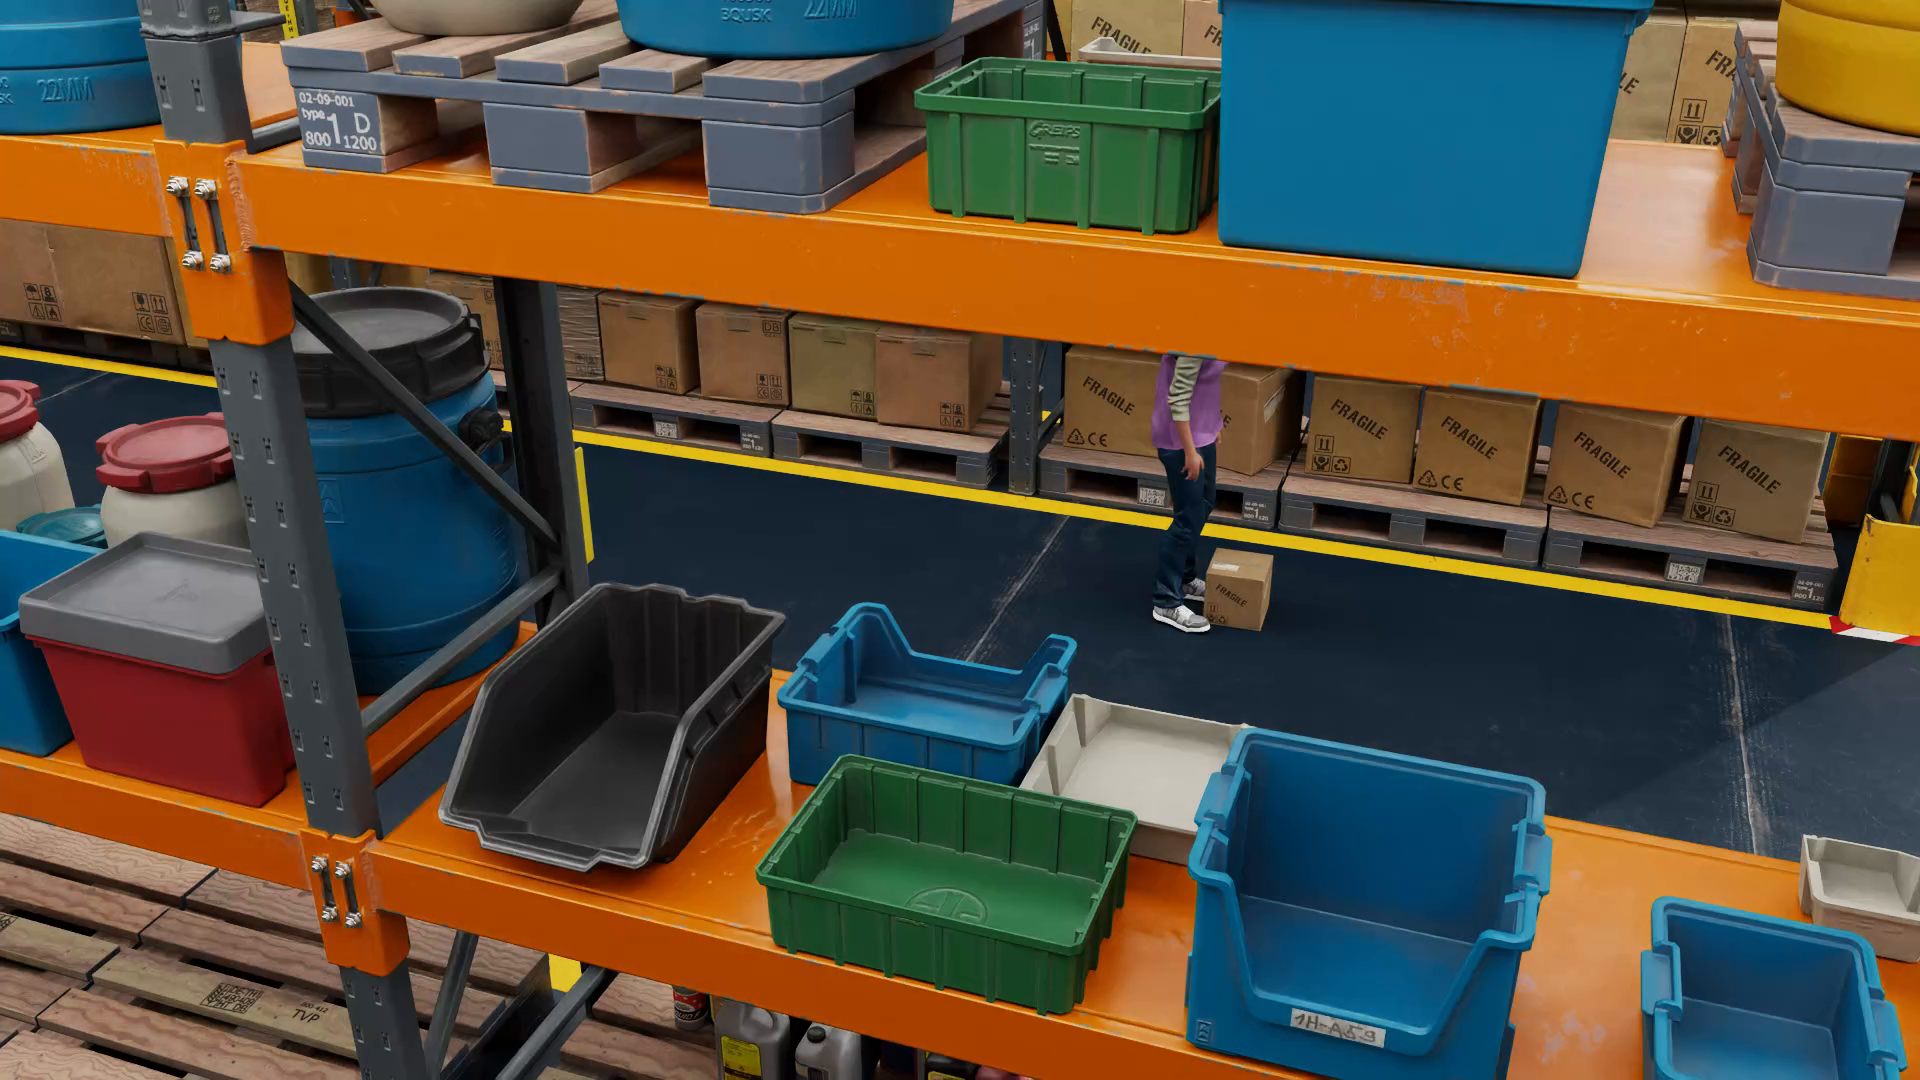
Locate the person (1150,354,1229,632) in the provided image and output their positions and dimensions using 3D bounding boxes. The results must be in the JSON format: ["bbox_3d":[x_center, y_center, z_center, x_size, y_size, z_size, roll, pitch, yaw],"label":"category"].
[{"bbox_3d":[0.980,-0.421,6.983,0.343,1.593,0.461,9,28,18],"label":"person"}]
